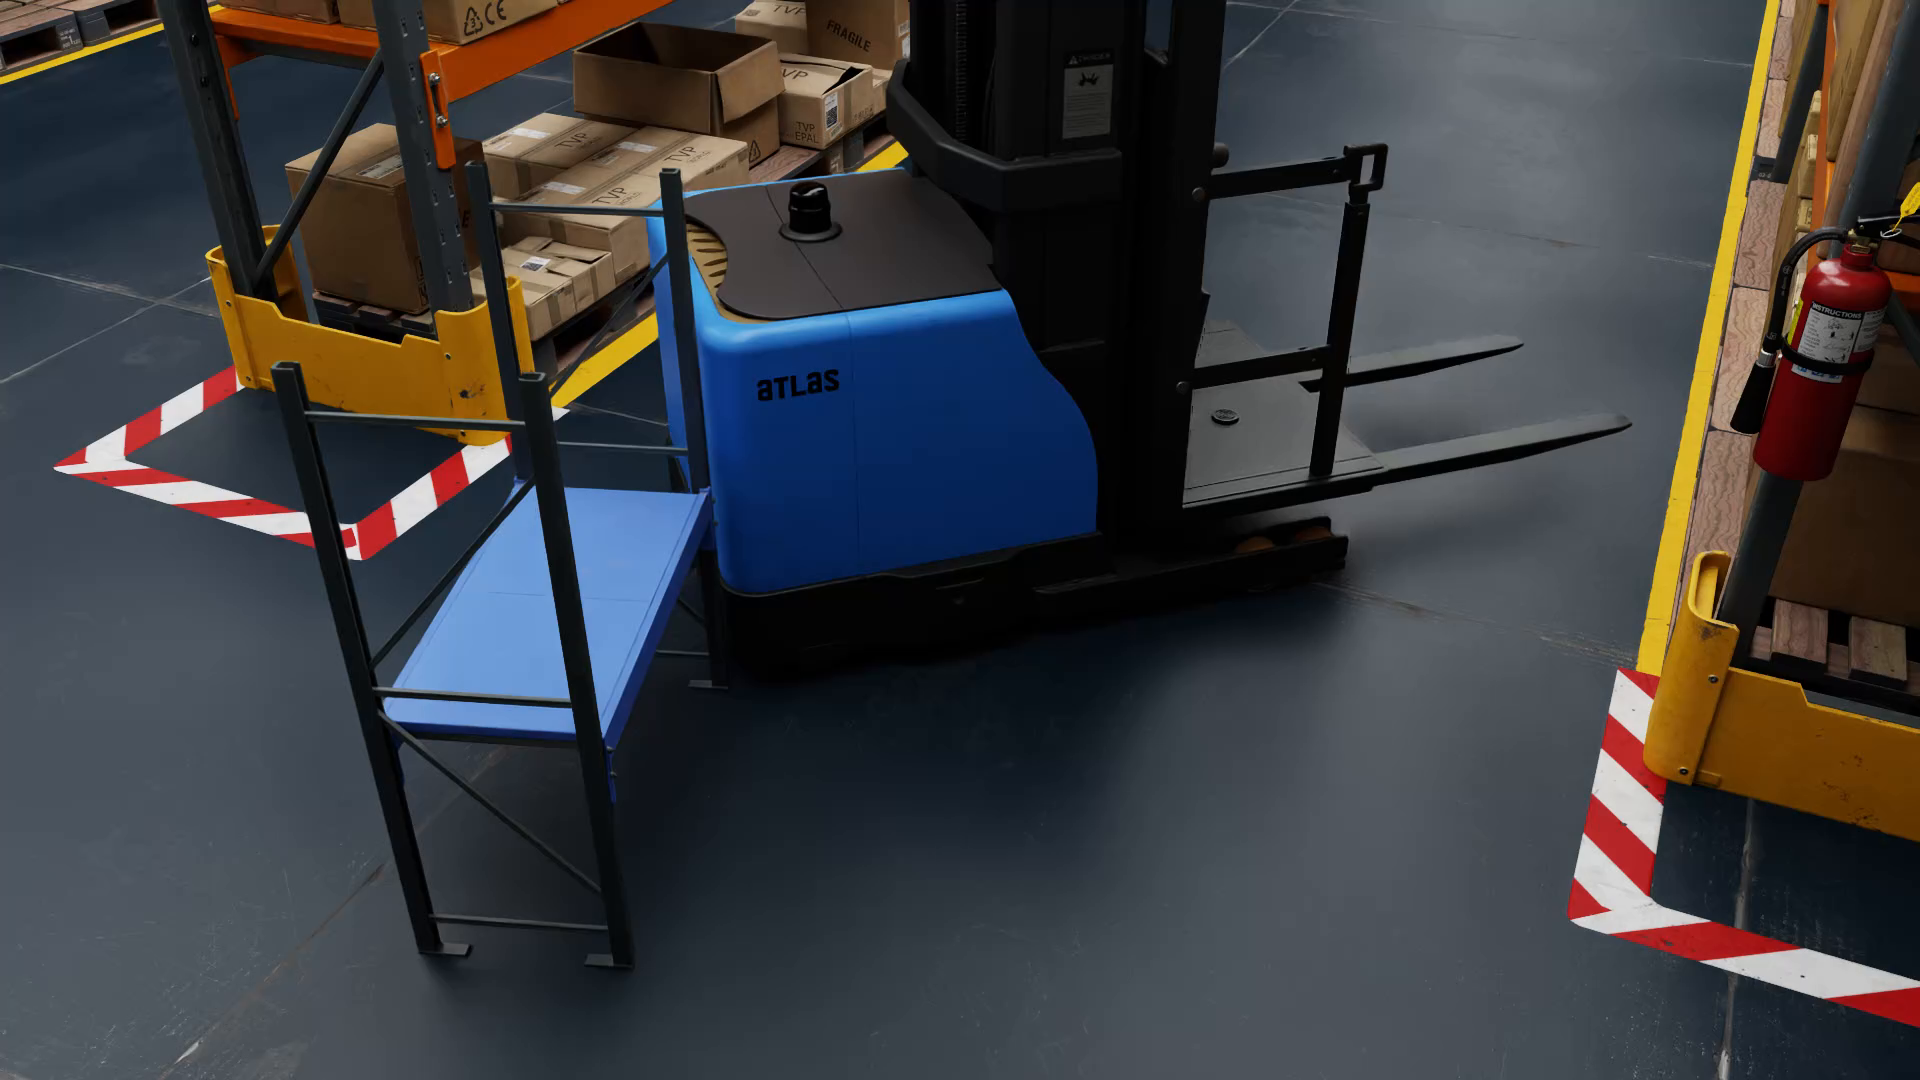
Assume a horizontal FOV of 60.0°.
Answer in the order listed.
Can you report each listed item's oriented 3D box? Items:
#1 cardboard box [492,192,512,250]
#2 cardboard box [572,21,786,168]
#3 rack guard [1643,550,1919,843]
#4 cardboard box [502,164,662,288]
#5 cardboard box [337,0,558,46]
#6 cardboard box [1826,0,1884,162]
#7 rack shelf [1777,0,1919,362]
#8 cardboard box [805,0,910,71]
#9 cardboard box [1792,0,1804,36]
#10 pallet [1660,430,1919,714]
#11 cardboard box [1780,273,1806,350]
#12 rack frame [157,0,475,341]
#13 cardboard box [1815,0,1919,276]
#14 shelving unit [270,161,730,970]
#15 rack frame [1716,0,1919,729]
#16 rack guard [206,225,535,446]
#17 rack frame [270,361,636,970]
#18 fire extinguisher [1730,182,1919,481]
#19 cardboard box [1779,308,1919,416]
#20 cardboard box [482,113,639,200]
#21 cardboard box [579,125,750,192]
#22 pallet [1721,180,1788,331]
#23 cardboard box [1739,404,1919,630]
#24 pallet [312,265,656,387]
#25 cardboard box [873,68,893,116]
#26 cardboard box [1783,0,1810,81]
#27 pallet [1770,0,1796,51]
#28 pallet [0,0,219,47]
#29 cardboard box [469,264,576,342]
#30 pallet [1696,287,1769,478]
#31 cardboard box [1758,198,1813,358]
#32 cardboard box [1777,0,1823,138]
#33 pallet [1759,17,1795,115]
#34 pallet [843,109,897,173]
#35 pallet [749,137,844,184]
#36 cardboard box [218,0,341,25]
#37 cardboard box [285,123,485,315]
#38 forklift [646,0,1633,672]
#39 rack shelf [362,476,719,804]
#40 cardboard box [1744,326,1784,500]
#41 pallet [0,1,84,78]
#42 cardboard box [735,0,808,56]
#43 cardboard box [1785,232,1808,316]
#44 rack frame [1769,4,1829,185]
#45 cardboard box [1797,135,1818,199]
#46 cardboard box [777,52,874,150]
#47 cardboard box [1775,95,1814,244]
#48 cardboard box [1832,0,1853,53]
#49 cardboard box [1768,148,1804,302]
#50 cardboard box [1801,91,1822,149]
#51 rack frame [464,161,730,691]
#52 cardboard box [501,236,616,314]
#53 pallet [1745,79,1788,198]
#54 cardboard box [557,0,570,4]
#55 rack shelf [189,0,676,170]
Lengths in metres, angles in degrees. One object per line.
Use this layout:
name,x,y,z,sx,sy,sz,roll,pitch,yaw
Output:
cardboard box,-1.862,-1.255,6.612,0.380,0.166,0.250,14,36,20
cardboard box,-1.225,-1.943,7.353,0.797,0.503,0.637,14,36,20
rack guard,2.374,0.444,4.117,1.175,0.500,0.348,14,36,20
cardboard box,-1.423,-1.237,6.507,0.500,0.250,0.500,14,36,20
cardboard box,-1.692,-1.950,5.397,0.500,0.500,0.500,15,36,21
cardboard box,2.882,-1.360,4.315,0.980,0.700,0.700,14,36,20
rack shelf,3.221,-1.309,5.166,1.077,0.370,4.000,14,36,20
cardboard box,-0.424,-2.530,8.251,0.500,0.500,0.500,14,36,20
cardboard box,4.932,-3.103,8.825,0.750,0.750,0.750,14,36,20
pallet,2.647,0.137,4.849,1.003,0.211,1.213,14,36,20
cardboard box,2.580,-0.620,4.765,0.380,0.149,0.250,15,36,22
rack frame,-2.117,-1.748,5.180,1.000,3.000,0.127,14,36,20
cardboard box,2.588,-0.995,3.758,0.980,0.700,0.700,16,36,23
shelving unit,-0.940,0.047,3.811,0.538,1.500,1.048,3,33,5
rack frame,2.384,-0.613,3.450,1.000,3.000,0.127,14,36,20
rack guard,-2.085,-0.740,5.923,1.175,0.500,0.348,14,36,20
rack frame,-0.988,0.324,3.387,0.500,1.500,0.032,3,33,5
fire extinguisher,1.902,-0.456,3.620,0.296,0.674,0.183,14,36,20
cardboard box,2.474,-0.492,4.570,0.380,0.149,0.250,14,36,20
cardboard box,-1.689,-1.576,7.024,0.500,0.250,0.500,14,36,20
cardboard box,-1.214,-1.486,6.887,0.500,0.250,0.500,14,36,20
pallet,3.668,-1.079,6.702,1.003,0.211,1.213,14,36,20
cardboard box,2.586,-0.115,4.587,0.700,0.500,0.500,14,36,20
pallet,-1.753,-1.017,6.608,1.003,0.211,1.213,14,36,20
cardboard box,-0.527,-2.182,8.042,0.380,0.149,0.250,14,36,20
cardboard box,4.580,-2.679,8.178,0.750,0.750,0.750,15,36,22
pallet,5.333,-3.056,9.718,1.003,0.211,1.213,14,36,20
pallet,-5.213,-3.337,10.147,1.003,0.211,1.213,14,36,20
cardboard box,-1.630,-0.869,6.039,0.380,0.149,0.250,14,36,20
pallet,3.159,-0.469,5.772,1.003,0.211,1.213,14,36,20
cardboard box,3.221,-0.882,5.757,0.700,0.500,0.500,15,36,22
cardboard box,4.211,-2.236,7.501,0.750,0.750,0.750,15,36,21
pallet,4.821,-2.451,8.795,1.003,0.211,1.213,14,36,20
pallet,-0.732,-2.232,8.462,1.003,0.211,1.213,14,36,20
pallet,-1.241,-1.622,7.532,1.003,0.211,1.213,14,36,20
cardboard box,-2.177,-2.075,5.588,0.500,0.500,0.500,15,36,22
cardboard box,-2.113,-1.214,6.244,0.500,0.500,0.500,14,36,20
forklift,0.655,-1.332,4.608,3.031,2.935,1.130,-10,35,-15
rack shelf,-0.940,0.197,3.909,0.538,0.185,1.000,3,33,5
cardboard box,2.795,-0.364,4.967,0.700,0.500,0.500,14,36,20
pallet,-5.722,-2.727,9.217,1.003,0.211,1.213,14,36,20
cardboard box,-0.816,-2.640,8.592,0.500,0.311,0.500,14,36,20
cardboard box,3.005,-0.615,5.349,0.700,0.500,0.500,13,35,19
rack frame,4.057,-2.605,6.488,1.000,3.000,0.127,14,36,20
cardboard box,3.124,-1.269,5.755,0.380,0.149,0.250,13,35,19
cardboard box,-0.738,-2.077,7.733,0.500,0.311,0.500,14,36,20
cardboard box,3.651,-1.387,6.526,0.700,0.500,0.500,15,36,21
cardboard box,3.210,-1.738,4.891,0.980,0.700,0.700,12,35,18
cardboard box,3.438,-1.137,6.146,0.700,0.500,0.500,14,36,20
cardboard box,3.342,-1.529,6.152,0.380,0.149,0.250,15,36,22
rack frame,-0.892,-0.231,4.234,0.500,1.500,0.032,3,33,5
cardboard box,-1.525,-1.001,6.224,0.380,0.166,0.250,14,36,20
pallet,4.312,-1.841,7.865,1.003,0.211,1.213,14,36,20
cardboard box,-1.481,-2.208,5.791,0.500,0.500,0.500,14,36,20
rack shelf,-1.280,-2.443,6.896,1.077,0.370,4.000,14,36,20
